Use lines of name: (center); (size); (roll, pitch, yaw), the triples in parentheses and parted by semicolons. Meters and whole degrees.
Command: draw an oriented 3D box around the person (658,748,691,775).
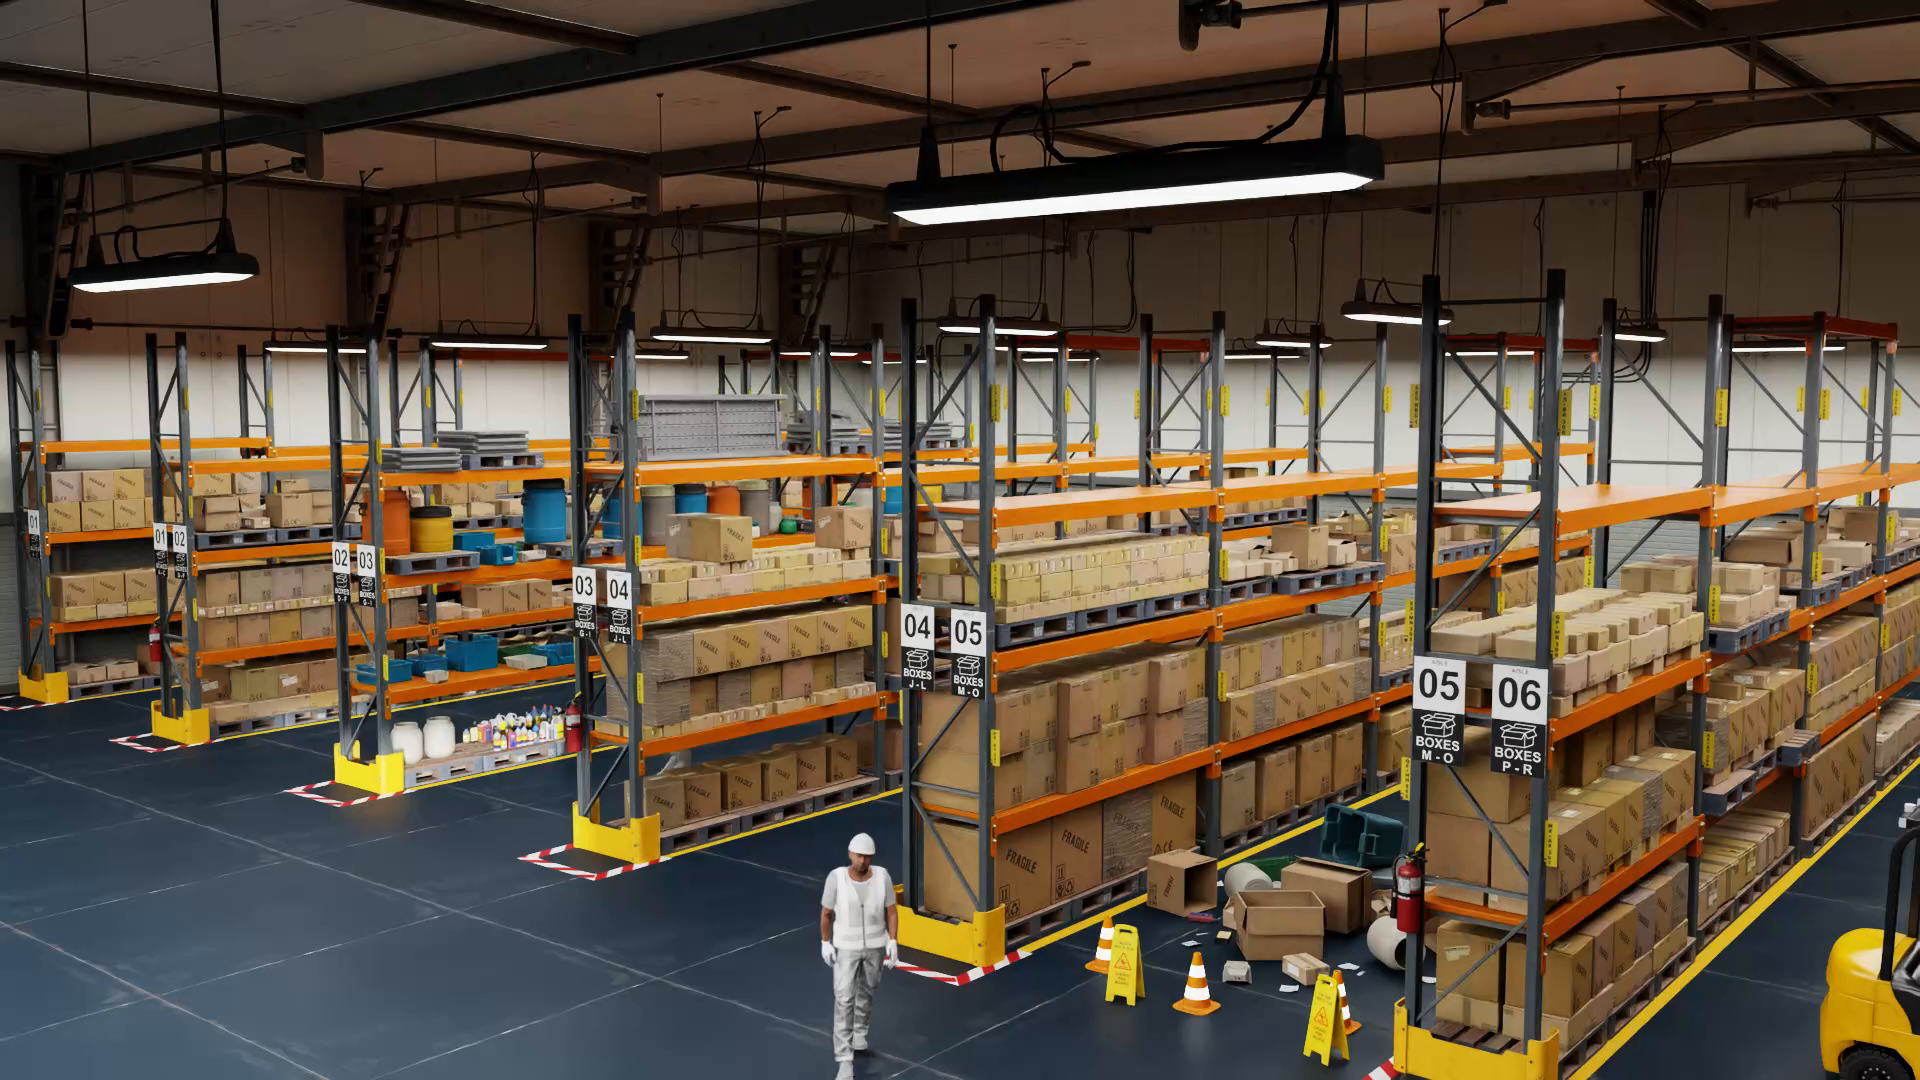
person: (-3.557, 2.481, 21.251); (0.554, 1.568, 0.728); (4, 7, 41)

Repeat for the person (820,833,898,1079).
person: (-0.752, 3.124, 12.723); (0.581, 1.753, 0.836); (-2, 5, -18)

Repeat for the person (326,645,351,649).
person: (-10.716, 1.782, 28.717); (0.514, 1.594, 0.880); (2, 6, 24)
